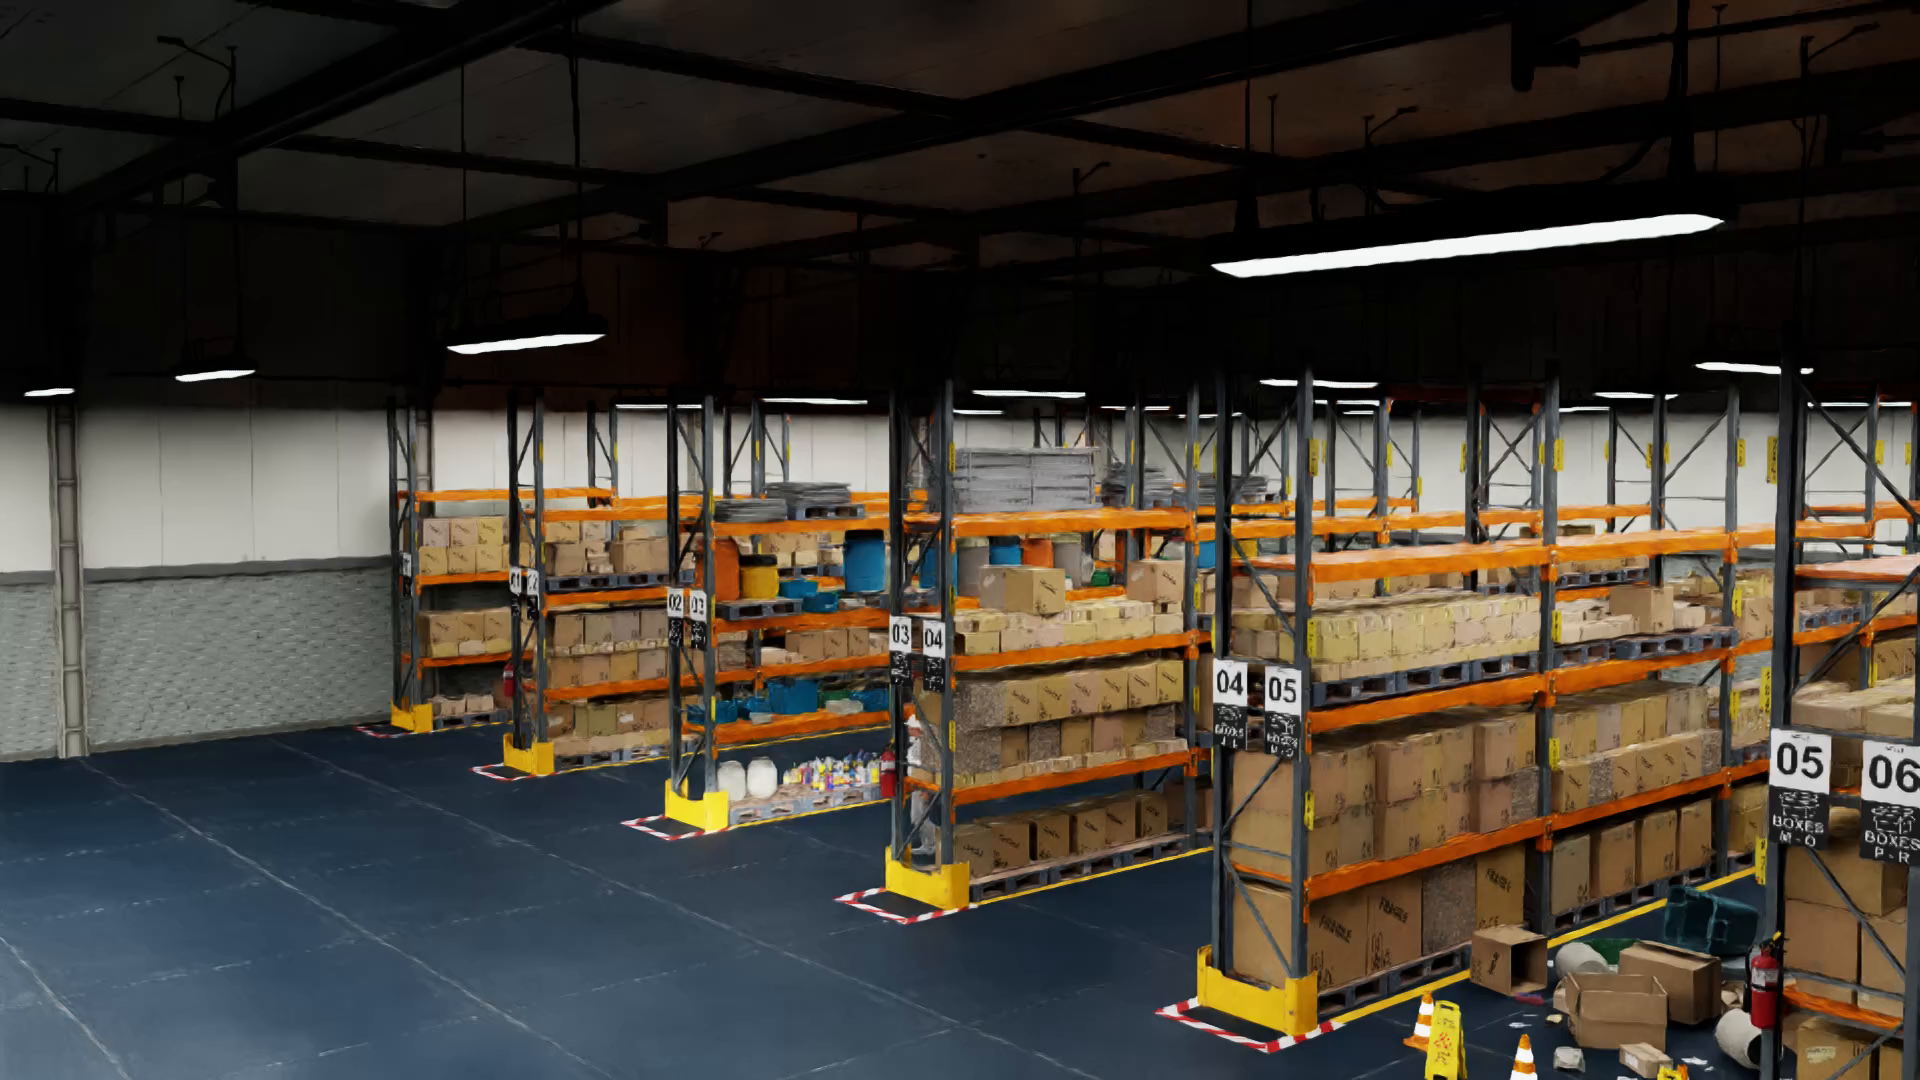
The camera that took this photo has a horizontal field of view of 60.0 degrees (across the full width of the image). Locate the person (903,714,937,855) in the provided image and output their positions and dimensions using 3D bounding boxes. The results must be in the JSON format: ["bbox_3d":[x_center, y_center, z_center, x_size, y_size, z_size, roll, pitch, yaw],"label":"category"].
[{"bbox_3d":[-0.428,3.067,20.849,0.560,1.768,0.588,0,3,-3],"label":"person"}]

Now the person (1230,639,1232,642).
[{"bbox_3d":[5.410,2.374,33.867,1.086,1.589,0.495,-3,4,-38],"label":"person"}]
